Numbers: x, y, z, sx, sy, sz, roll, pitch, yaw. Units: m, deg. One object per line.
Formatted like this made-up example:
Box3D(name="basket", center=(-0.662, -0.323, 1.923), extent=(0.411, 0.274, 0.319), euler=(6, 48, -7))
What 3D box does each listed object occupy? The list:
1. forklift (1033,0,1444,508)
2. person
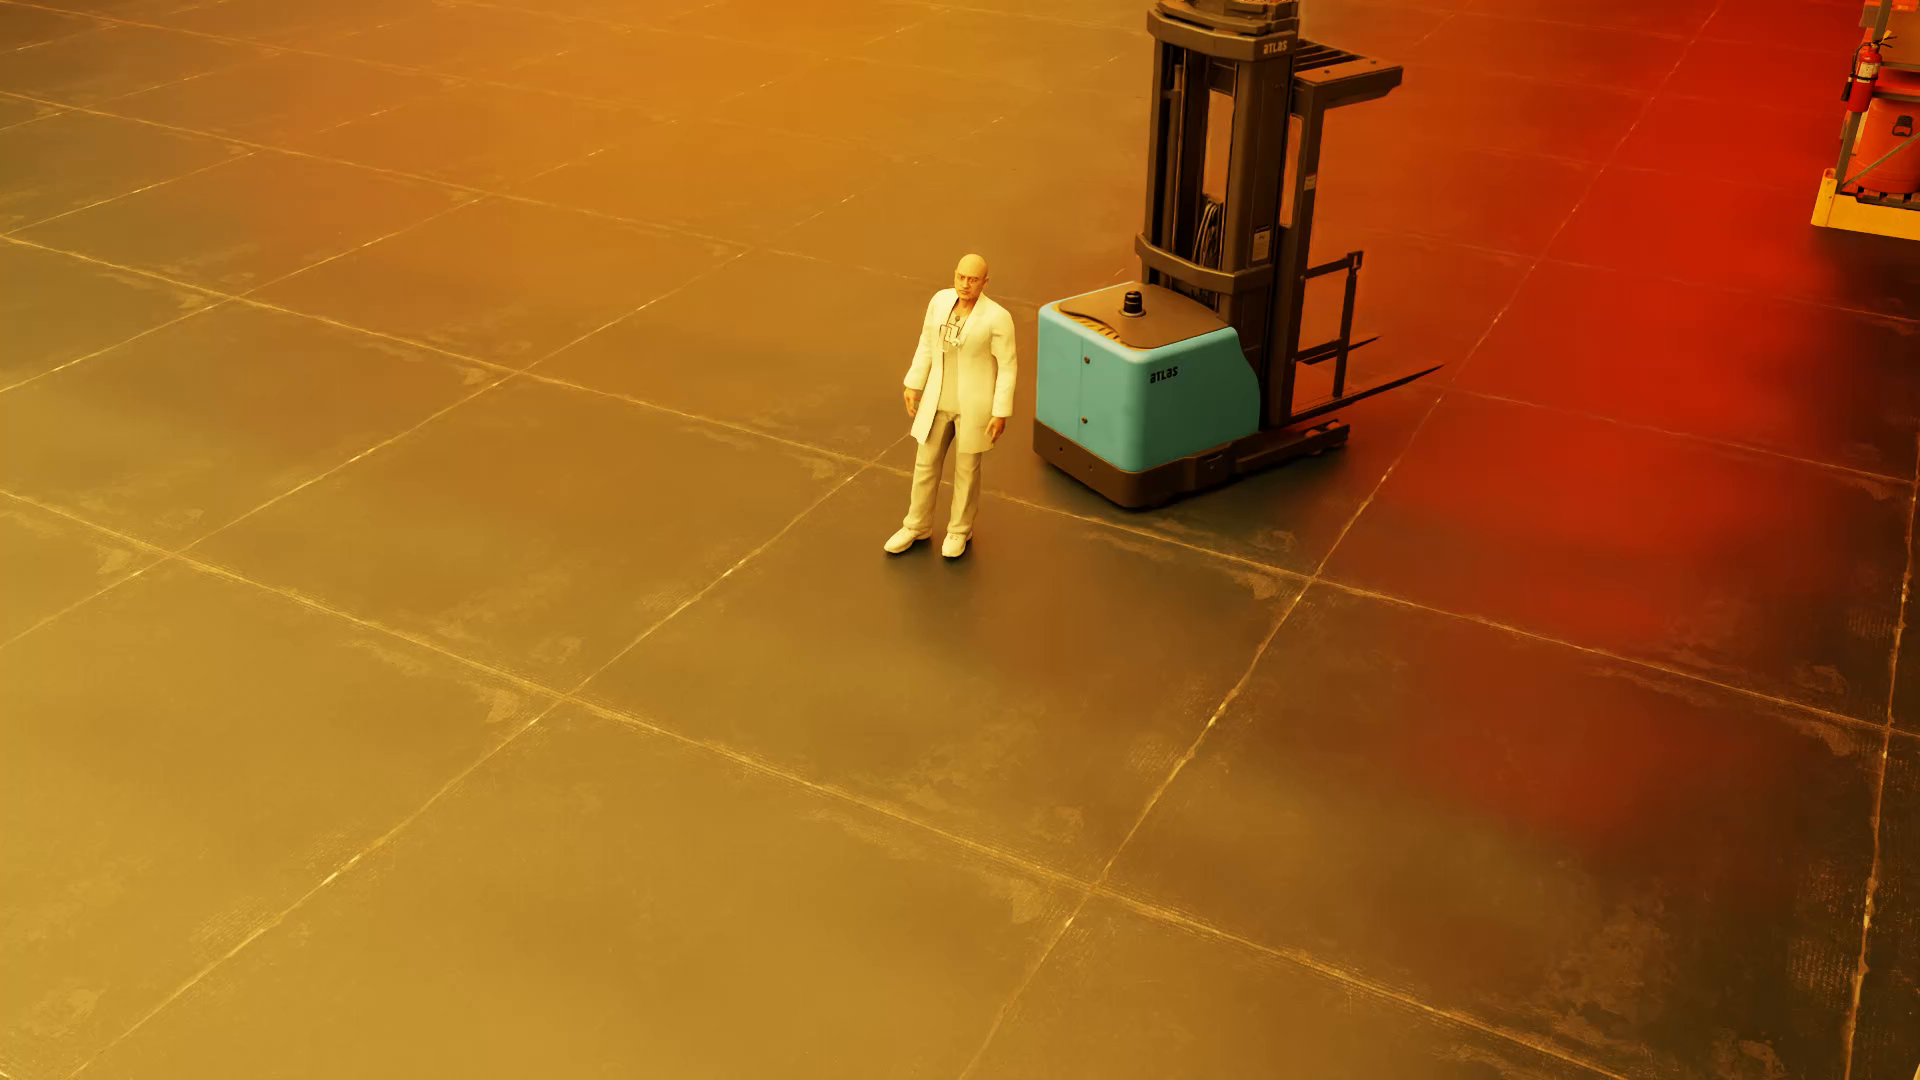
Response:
Box3D(name="forklift", center=(1.979, -2.029, 10.585), extent=(3.031, 2.935, 1.130), euler=(-19, 35, -29))
Box3D(name="person", center=(-0.048, -0.738, 9.488), extent=(0.698, 1.777, 0.580), euler=(15, 33, 25))
